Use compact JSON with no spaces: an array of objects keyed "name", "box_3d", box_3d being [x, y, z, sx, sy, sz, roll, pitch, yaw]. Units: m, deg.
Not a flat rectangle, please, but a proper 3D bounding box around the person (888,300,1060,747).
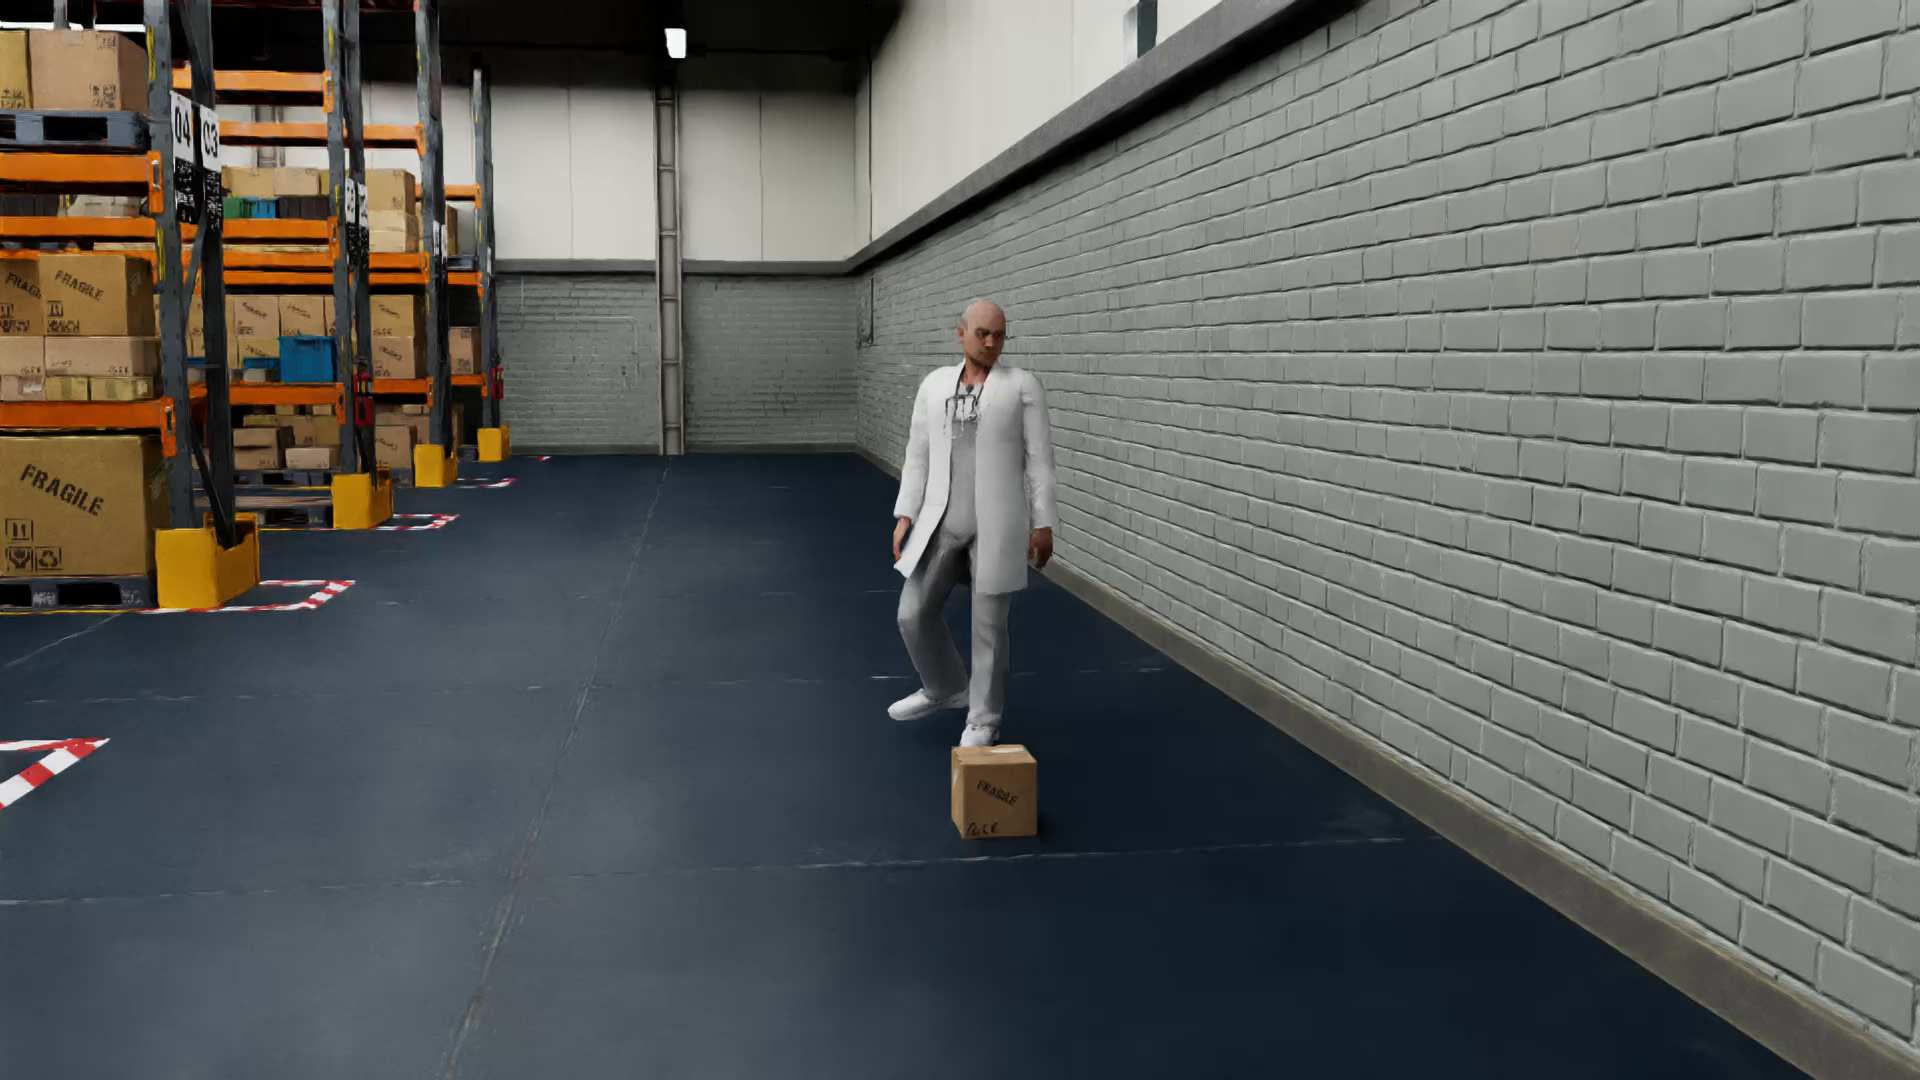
[{"name":"person","box_3d":[0.016,-0.057,6.622,0.768,1.771,0.514,3,7,22]}]
